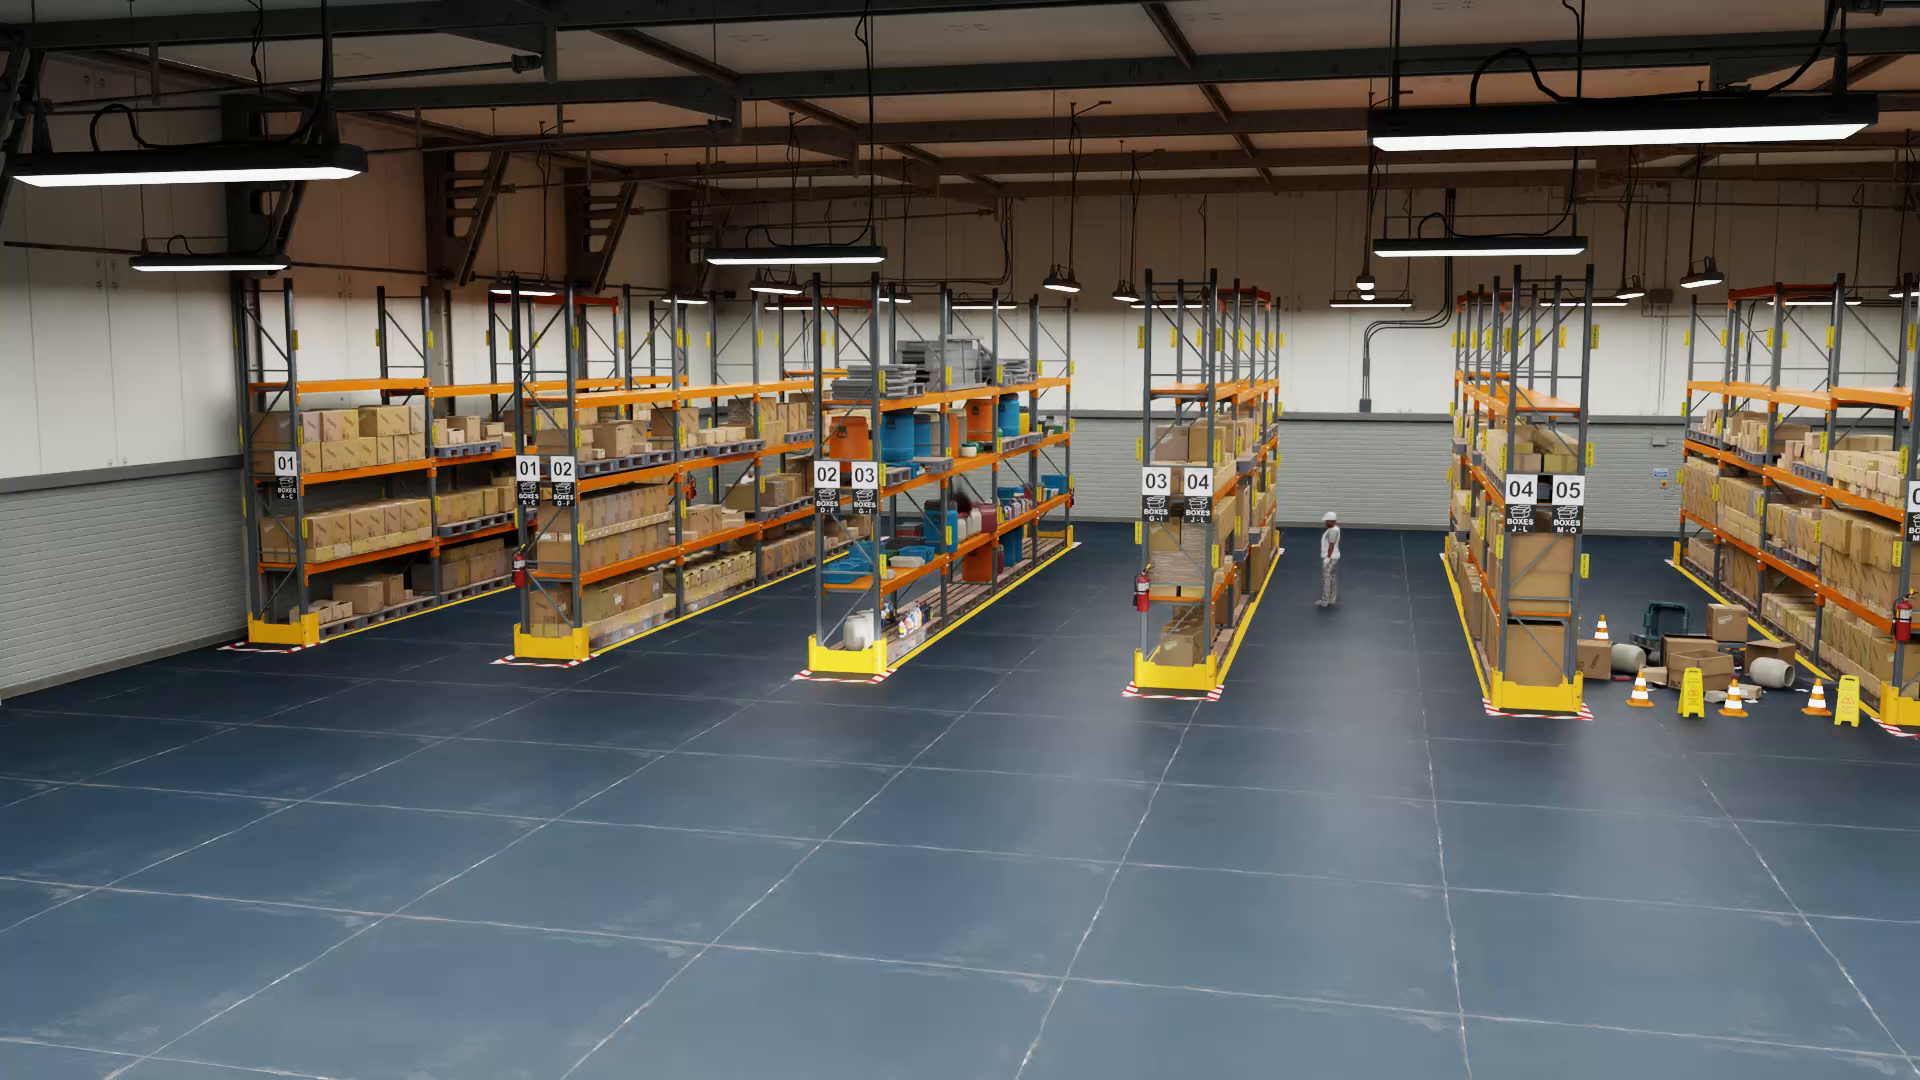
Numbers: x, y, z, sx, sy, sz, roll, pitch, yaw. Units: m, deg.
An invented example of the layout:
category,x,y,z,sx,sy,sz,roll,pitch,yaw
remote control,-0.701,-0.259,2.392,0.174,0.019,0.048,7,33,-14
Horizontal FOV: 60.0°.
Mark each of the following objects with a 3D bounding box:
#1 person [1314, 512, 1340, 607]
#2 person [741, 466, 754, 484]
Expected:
category,x,y,z,sx,sy,sz,roll,pitch,yaw
person,6.952,0.356,31.417,0.444,1.788,0.597,3,8,25
person,-5.493,-1.090,43.626,0.625,1.706,1.068,1,7,5
